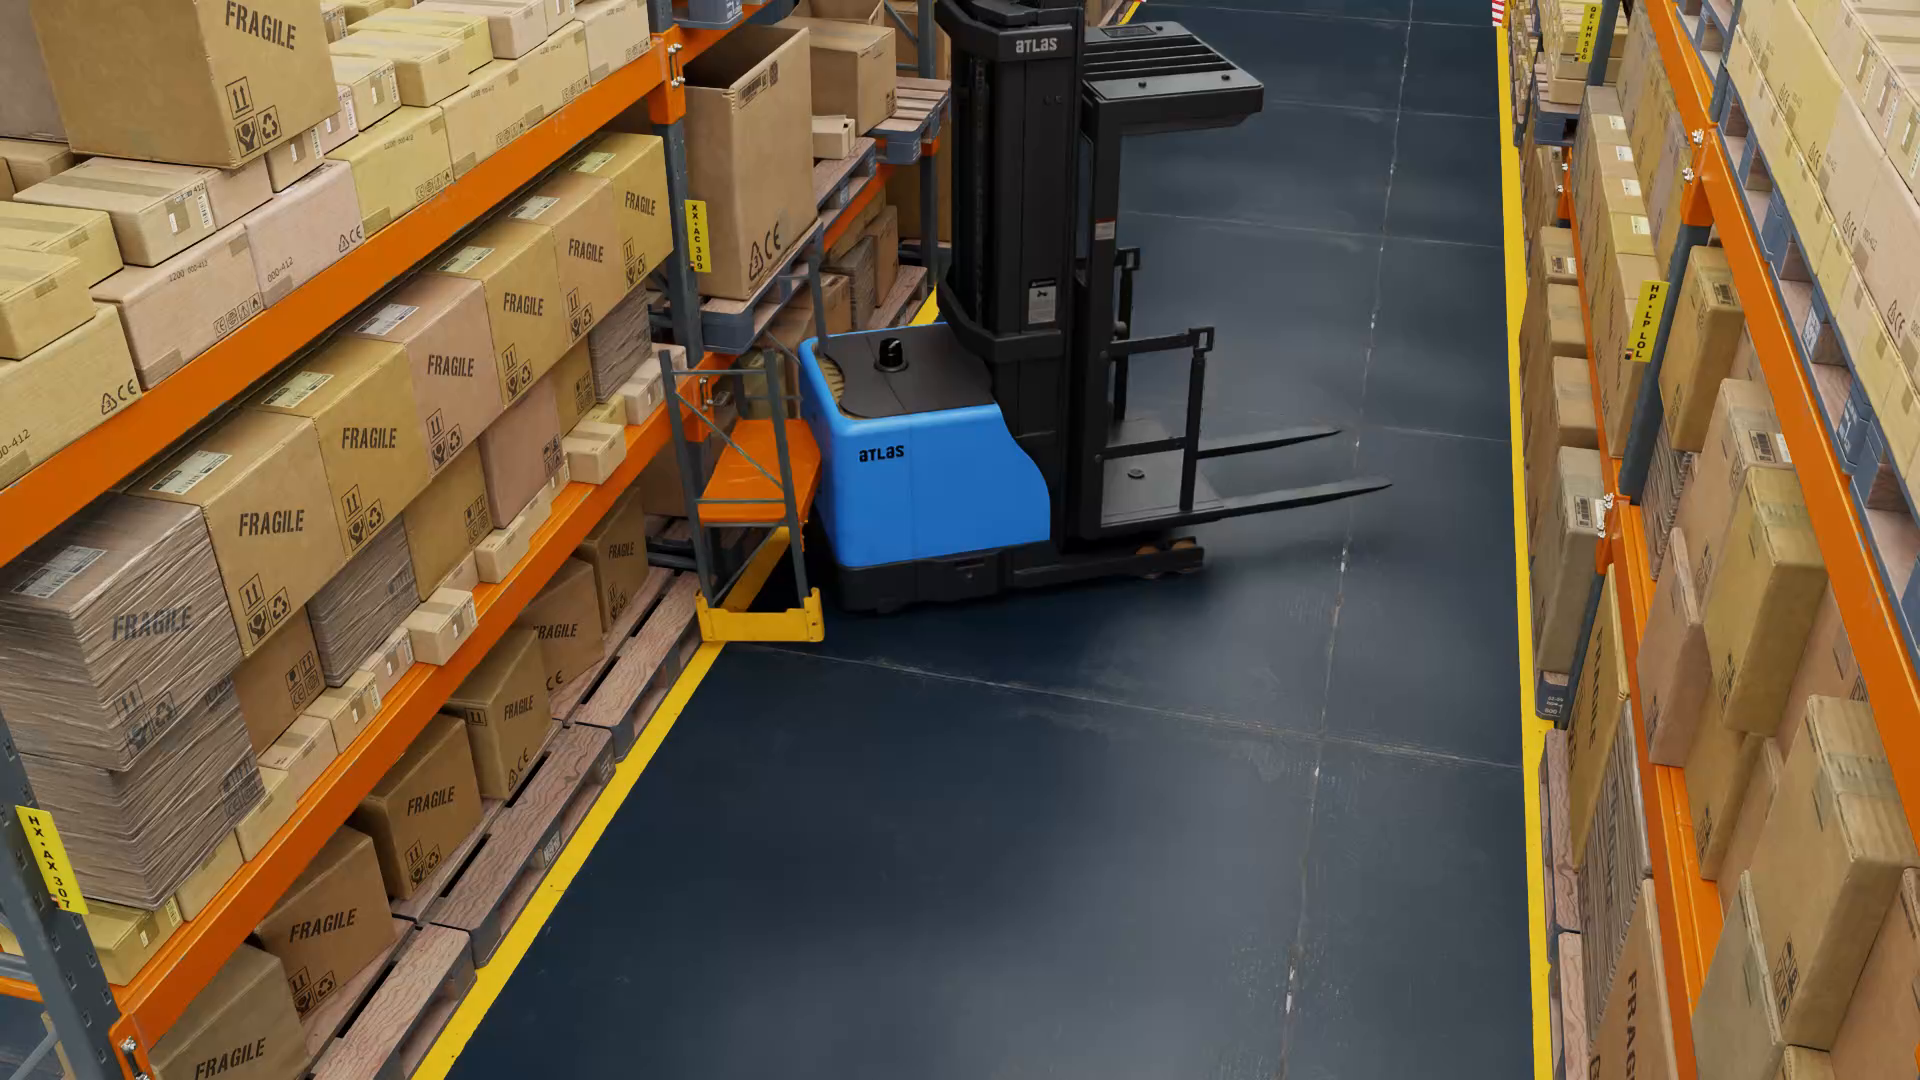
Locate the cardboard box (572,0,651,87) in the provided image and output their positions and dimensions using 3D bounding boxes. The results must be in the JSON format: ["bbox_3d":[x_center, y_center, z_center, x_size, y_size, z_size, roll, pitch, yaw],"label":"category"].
[{"bbox_3d":[-1.530,-1.953,6.369,0.500,0.250,0.500,9,34,14],"label":"cardboard box"}]

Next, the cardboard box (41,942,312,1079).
[{"bbox_3d":[-2.507,1.609,5.361,0.500,0.500,0.500,14,35,21],"label":"cardboard box"}]

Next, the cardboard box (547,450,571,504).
[{"bbox_3d":[-1.778,-0.258,6.594,0.380,0.149,0.250,8,33,12],"label":"cardboard box"}]

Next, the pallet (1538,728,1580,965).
[{"bbox_3d":[2.836,1.266,6.561,1.003,0.211,1.213,8,33,12],"label":"pallet"}]

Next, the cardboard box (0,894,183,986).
[{"bbox_3d":[-2.379,1.044,4.546,0.380,0.149,0.250,8,33,12],"label":"cardboard box"}]

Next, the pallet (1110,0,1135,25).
[{"bbox_3d":[1.251,-5.647,17.436,1.003,0.211,1.213,8,33,12],"label":"pallet"}]

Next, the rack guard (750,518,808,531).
[{"bbox_3d":[-0.830,-0.178,8.640,0.587,0.250,0.087,0,32,7],"label":"rack guard"}]

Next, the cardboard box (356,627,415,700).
[{"bbox_3d":[-2.068,0.395,5.568,0.380,0.149,0.250,8,33,12],"label":"cardboard box"}]

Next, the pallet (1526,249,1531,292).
[{"bbox_3d":[4.320,-1.599,11.068,1.003,0.211,1.213,8,33,12],"label":"pallet"}]

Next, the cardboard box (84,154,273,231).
[{"bbox_3d":[-2.081,-0.955,4.429,0.380,0.149,0.250,8,33,12],"label":"cardboard box"}]

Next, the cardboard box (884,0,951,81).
[{"bbox_3d":[-0.265,-3.355,11.139,0.500,0.500,0.500,9,34,14],"label":"cardboard box"}]

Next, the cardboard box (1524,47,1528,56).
[{"bbox_3d":[5.299,-4.333,15.036,0.380,0.149,0.250,9,33,13],"label":"cardboard box"}]

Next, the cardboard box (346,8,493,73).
[{"bbox_3d":[-1.788,-1.646,5.516,0.380,0.149,0.250,9,34,14],"label":"cardboard box"}]

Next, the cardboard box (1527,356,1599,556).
[{"bbox_3d":[3.424,-0.357,8.221,1.050,0.750,0.750,8,33,12],"label":"cardboard box"}]

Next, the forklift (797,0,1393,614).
[{"bbox_3d":[0.745,-1.305,8.070,3.031,2.935,1.130,-8,33,-13],"label":"forklift"}]

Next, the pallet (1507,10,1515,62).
[{"bbox_3d":[5.891,-4.889,16.243,1.003,0.211,1.213,8,33,12],"label":"pallet"}]

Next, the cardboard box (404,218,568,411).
[{"bbox_3d":[-1.768,-0.822,5.944,0.500,0.500,0.500,8,33,12],"label":"cardboard box"}]

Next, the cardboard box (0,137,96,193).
[{"bbox_3d":[-2.546,-1.025,4.538,0.380,0.149,0.250,8,33,13],"label":"cardboard box"}]

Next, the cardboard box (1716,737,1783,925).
[{"bbox_3d":[2.522,0.957,4.308,0.875,0.550,0.550,8,33,12],"label":"cardboard box"}]

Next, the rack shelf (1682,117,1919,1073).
[{"bbox_3d":[2.597,-0.219,4.173,1.077,0.370,4.000,8,33,12],"label":"rack shelf"}]

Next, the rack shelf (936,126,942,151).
[{"bbox_3d":[-0.144,-3.832,12.653,1.077,0.370,4.000,8,33,12],"label":"rack shelf"}]

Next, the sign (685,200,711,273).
[{"bbox_3d":[-1.140,-1.318,7.220,0.100,0.325,0.005,8,33,12],"label":"sign"}]

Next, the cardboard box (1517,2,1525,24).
[{"bbox_3d":[5.498,-4.992,15.796,0.380,0.149,0.250,9,34,14],"label":"cardboard box"}]

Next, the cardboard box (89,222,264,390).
[{"bbox_3d":[-2.185,-0.632,4.293,0.500,0.250,0.500,7,33,11],"label":"cardboard box"}]

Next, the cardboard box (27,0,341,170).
[{"bbox_3d":[-2.044,-1.325,4.405,0.500,0.500,0.500,8,33,12],"label":"cardboard box"}]

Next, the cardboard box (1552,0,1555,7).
[{"bbox_3d":[4.064,-3.538,10.808,0.380,0.149,0.250,8,33,12],"label":"cardboard box"}]

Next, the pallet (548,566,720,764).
[{"bbox_3d":[-1.803,0.508,7.754,1.003,0.211,1.213,8,33,12],"label":"pallet"}]

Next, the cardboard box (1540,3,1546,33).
[{"bbox_3d":[4.197,-3.567,11.407,0.380,0.149,0.250,7,33,10],"label":"cardboard box"}]

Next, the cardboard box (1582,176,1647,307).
[{"bbox_3d":[3.362,-1.432,8.113,0.500,0.500,0.500,8,33,12],"label":"cardboard box"}]

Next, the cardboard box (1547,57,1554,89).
[{"bbox_3d":[3.865,-2.889,10.340,0.380,0.149,0.250,8,33,12],"label":"cardboard box"}]

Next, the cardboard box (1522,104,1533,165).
[{"bbox_3d":[4.691,-3.221,12.959,0.500,0.500,0.500,9,34,14],"label":"cardboard box"}]

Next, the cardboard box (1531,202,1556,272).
[{"bbox_3d":[4.034,-1.870,10.833,0.500,0.500,0.500,8,33,12],"label":"cardboard box"}]

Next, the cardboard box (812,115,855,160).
[{"bbox_3d":[-0.814,-2.316,9.331,0.396,0.266,0.258,7,33,11],"label":"cardboard box"}]

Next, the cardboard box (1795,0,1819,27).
[{"bbox_3d":[2.492,-1.472,4.480,0.380,0.149,0.250,7,33,12],"label":"cardboard box"}]

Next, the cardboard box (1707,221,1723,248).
[{"bbox_3d":[3.225,-1.017,6.529,0.700,0.500,0.500,7,33,12],"label":"cardboard box"}]

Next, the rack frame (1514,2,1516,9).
[{"bbox_3d":[6.150,-6.522,16.213,1.000,3.000,0.127,8,33,12],"label":"rack frame"}]

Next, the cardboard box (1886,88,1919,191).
[{"bbox_3d":[2.170,-0.815,3.447,0.380,0.149,0.250,8,33,12],"label":"cardboard box"}]

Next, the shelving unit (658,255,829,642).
[{"bbox_3d":[-0.928,-0.444,7.894,0.587,1.500,1.083,0,32,7],"label":"shelving unit"}]

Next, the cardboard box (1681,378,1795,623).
[{"bbox_3d":[2.681,-0.064,4.908,0.875,0.550,0.550,8,33,12],"label":"cardboard box"}]

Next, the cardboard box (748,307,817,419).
[{"bbox_3d":[-1.209,-1.004,9.453,0.700,0.500,0.500,5,33,8],"label":"cardboard box"}]

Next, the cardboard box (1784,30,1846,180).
[{"bbox_3d":[2.456,-1.102,4.270,0.500,0.250,0.500,8,33,12],"label":"cardboard box"}]

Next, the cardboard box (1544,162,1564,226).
[{"bbox_3d":[4.040,-2.200,10.654,0.500,0.250,0.500,7,33,11],"label":"cardboard box"}]

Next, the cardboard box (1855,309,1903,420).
[{"bbox_3d":[2.105,-0.345,3.450,0.380,0.149,0.250,8,33,12],"label":"cardboard box"}]

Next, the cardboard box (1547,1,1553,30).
[{"bbox_3d":[4.065,-3.420,10.898,0.380,0.149,0.250,8,33,12],"label":"cardboard box"}]

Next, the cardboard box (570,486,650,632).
[{"bbox_3d":[-1.807,0.058,7.802,0.500,0.500,0.500,7,33,11],"label":"cardboard box"}]

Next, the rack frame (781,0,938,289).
[{"bbox_3d":[-0.652,-3.098,10.827,1.000,3.000,0.127,8,33,12],"label":"rack frame"}]

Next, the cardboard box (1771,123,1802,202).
[{"bbox_3d":[2.427,-1.003,4.485,0.380,0.149,0.250,7,33,12],"label":"cardboard box"}]

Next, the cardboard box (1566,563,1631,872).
[{"bbox_3d":[2.878,0.742,6.376,0.875,0.875,0.875,9,33,13],"label":"cardboard box"}]

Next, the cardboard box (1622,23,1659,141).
[{"bbox_3d":[3.870,-2.340,8.610,0.700,0.500,0.500,8,33,12],"label":"cardboard box"}]

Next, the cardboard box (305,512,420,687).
[{"bbox_3d":[-2.336,0.075,5.466,0.875,0.500,0.500,8,33,12],"label":"cardboard box"}]

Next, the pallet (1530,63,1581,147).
[{"bbox_3d":[4.198,-2.674,10.338,1.213,0.211,1.003,8,33,12],"label":"pallet"}]
